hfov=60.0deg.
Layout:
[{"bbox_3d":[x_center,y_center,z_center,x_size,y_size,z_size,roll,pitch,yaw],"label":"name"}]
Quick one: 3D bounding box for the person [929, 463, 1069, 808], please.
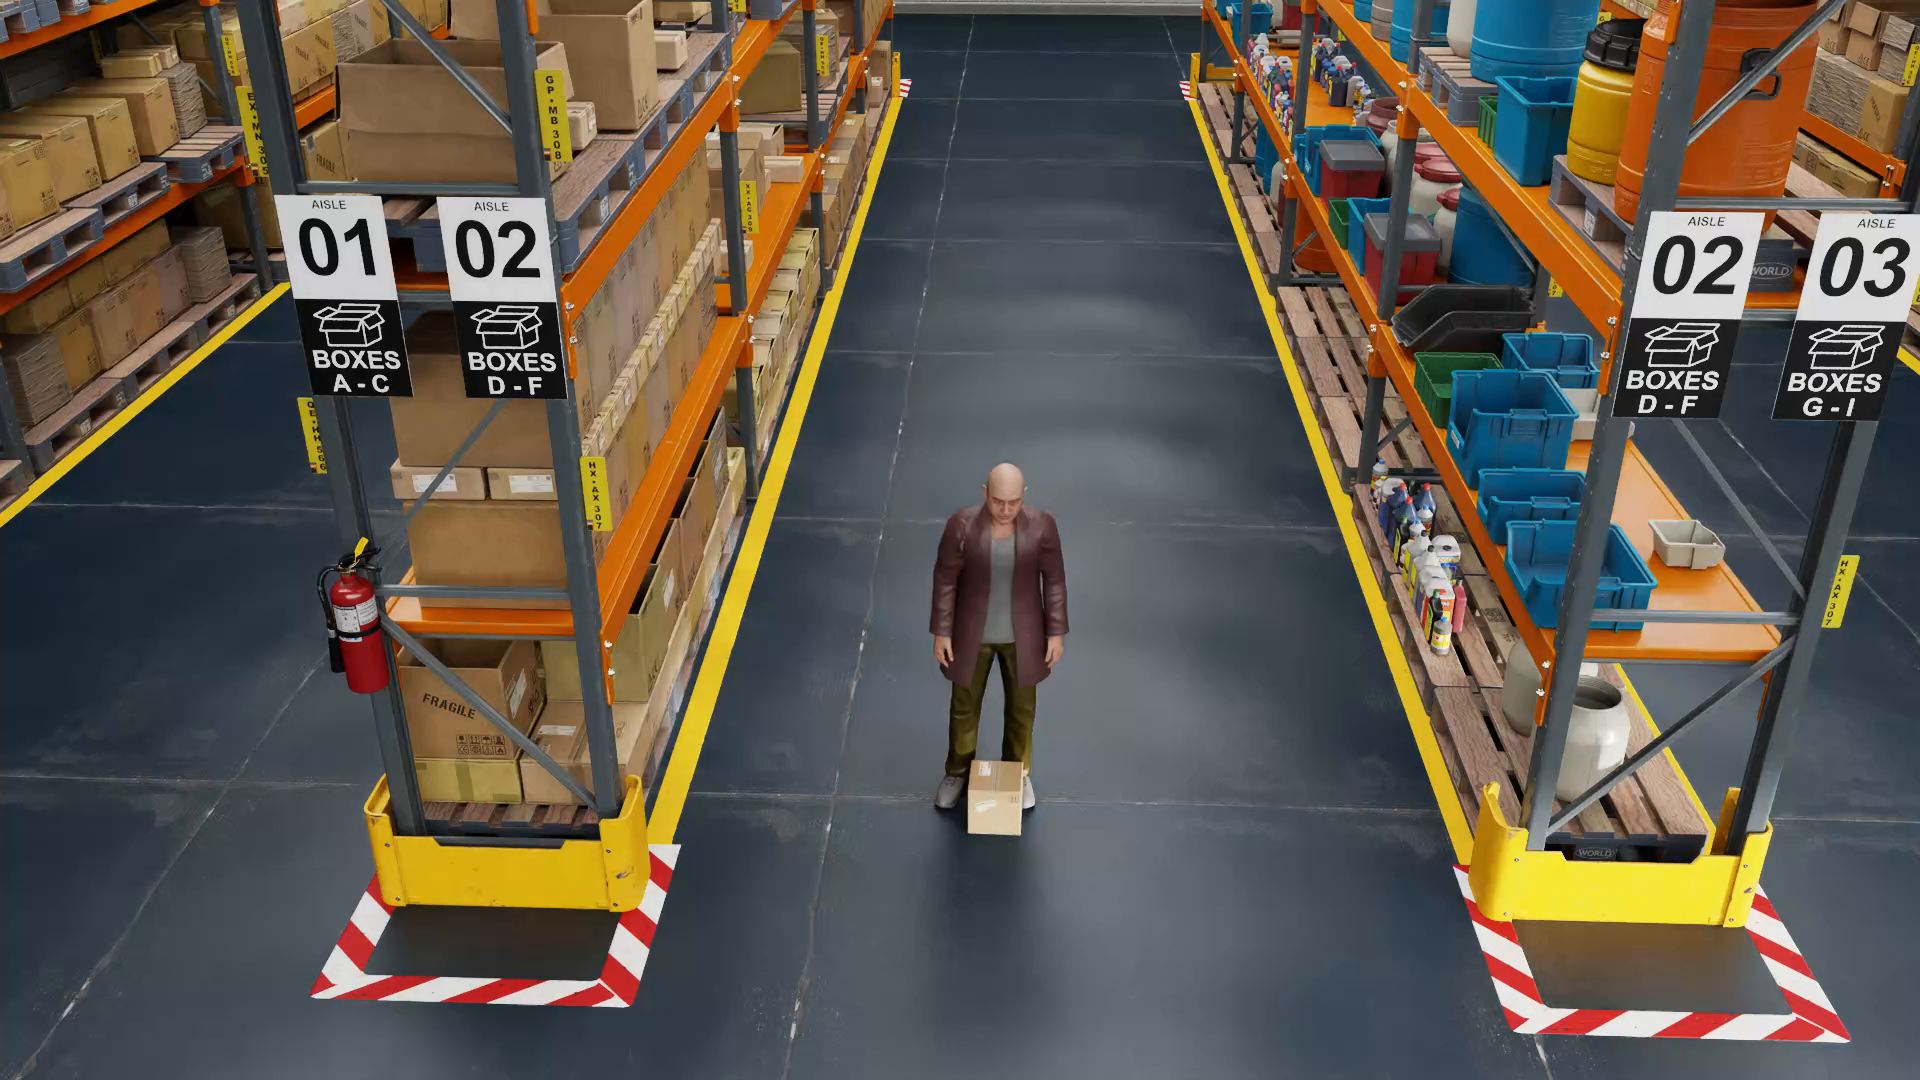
[{"bbox_3d":[0.183,0.438,7.798,0.656,1.774,0.418,0,28,0],"label":"person"}]
